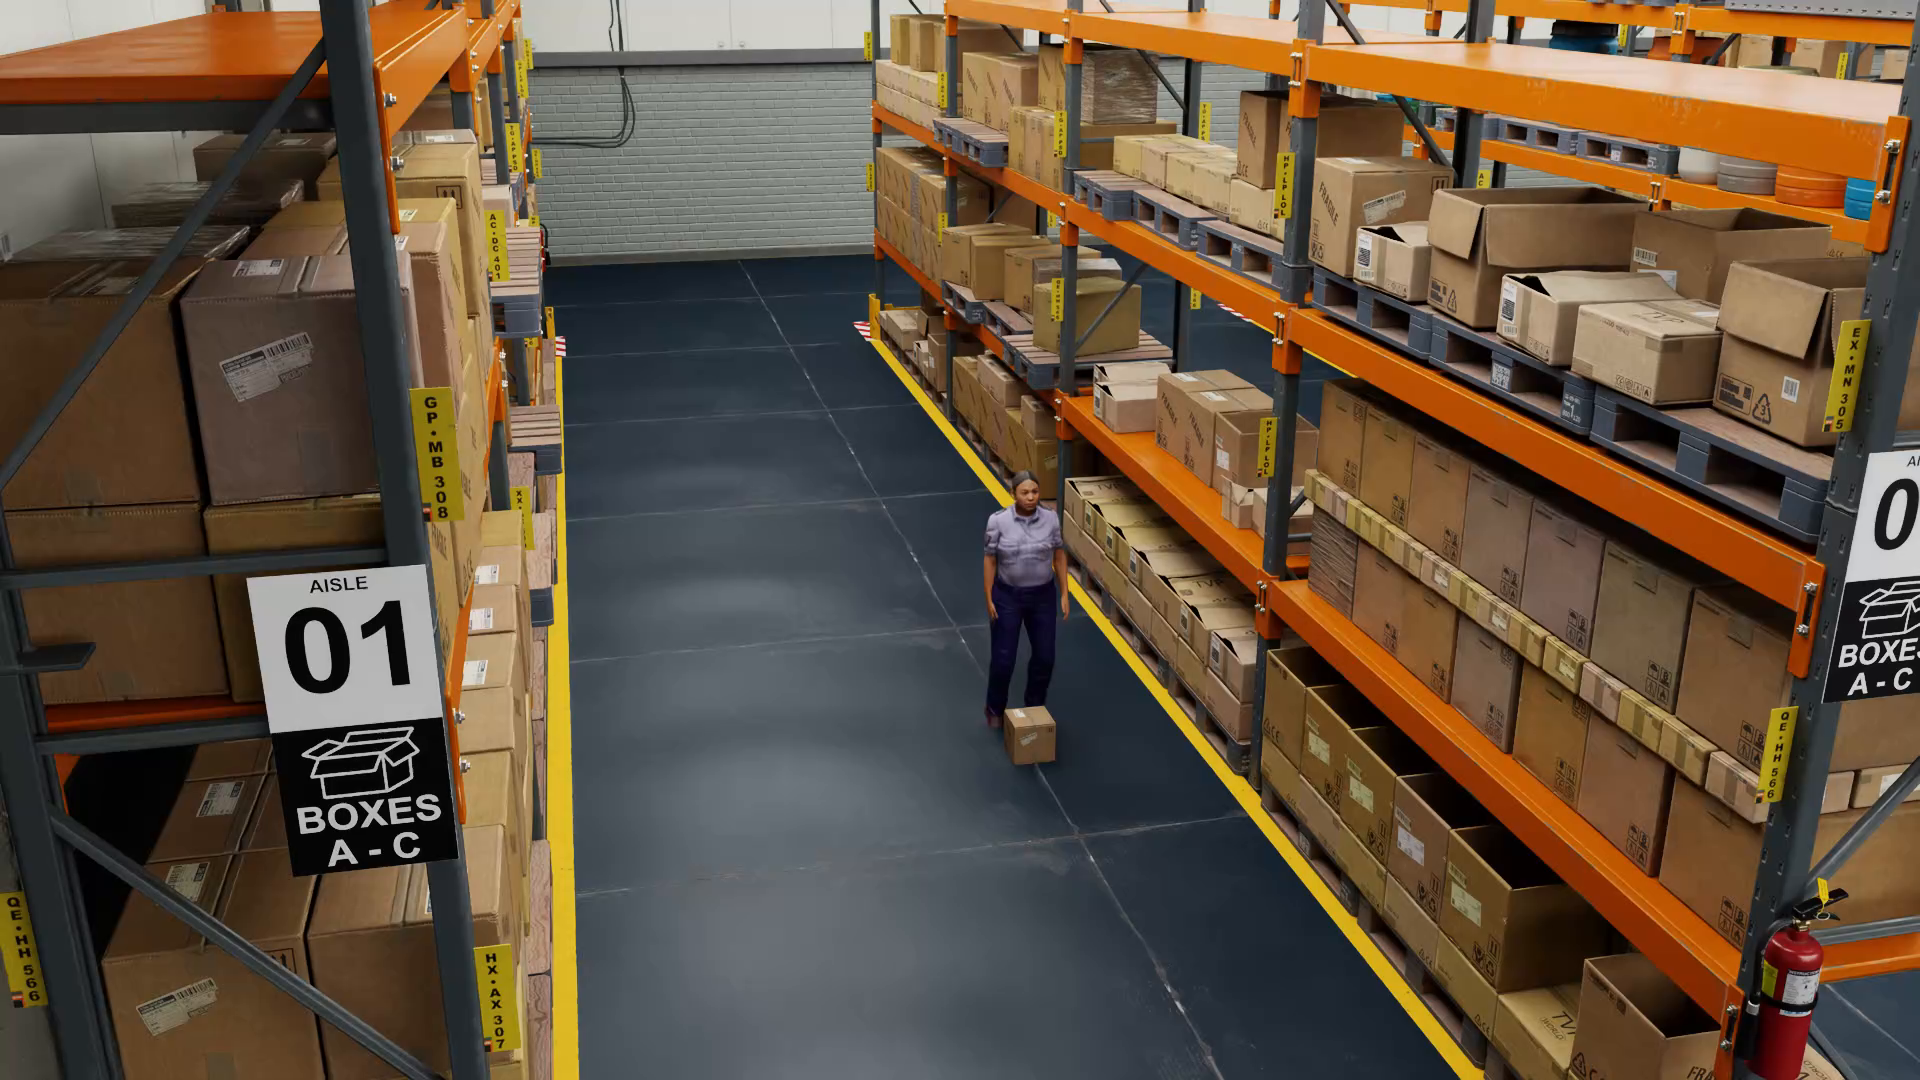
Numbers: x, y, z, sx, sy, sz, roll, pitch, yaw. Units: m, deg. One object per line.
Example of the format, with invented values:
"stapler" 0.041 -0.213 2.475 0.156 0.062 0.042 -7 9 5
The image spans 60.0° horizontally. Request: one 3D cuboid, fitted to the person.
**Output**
"person" 0.402 0.401 10.112 0.512 1.689 0.340 -4 20 -11
